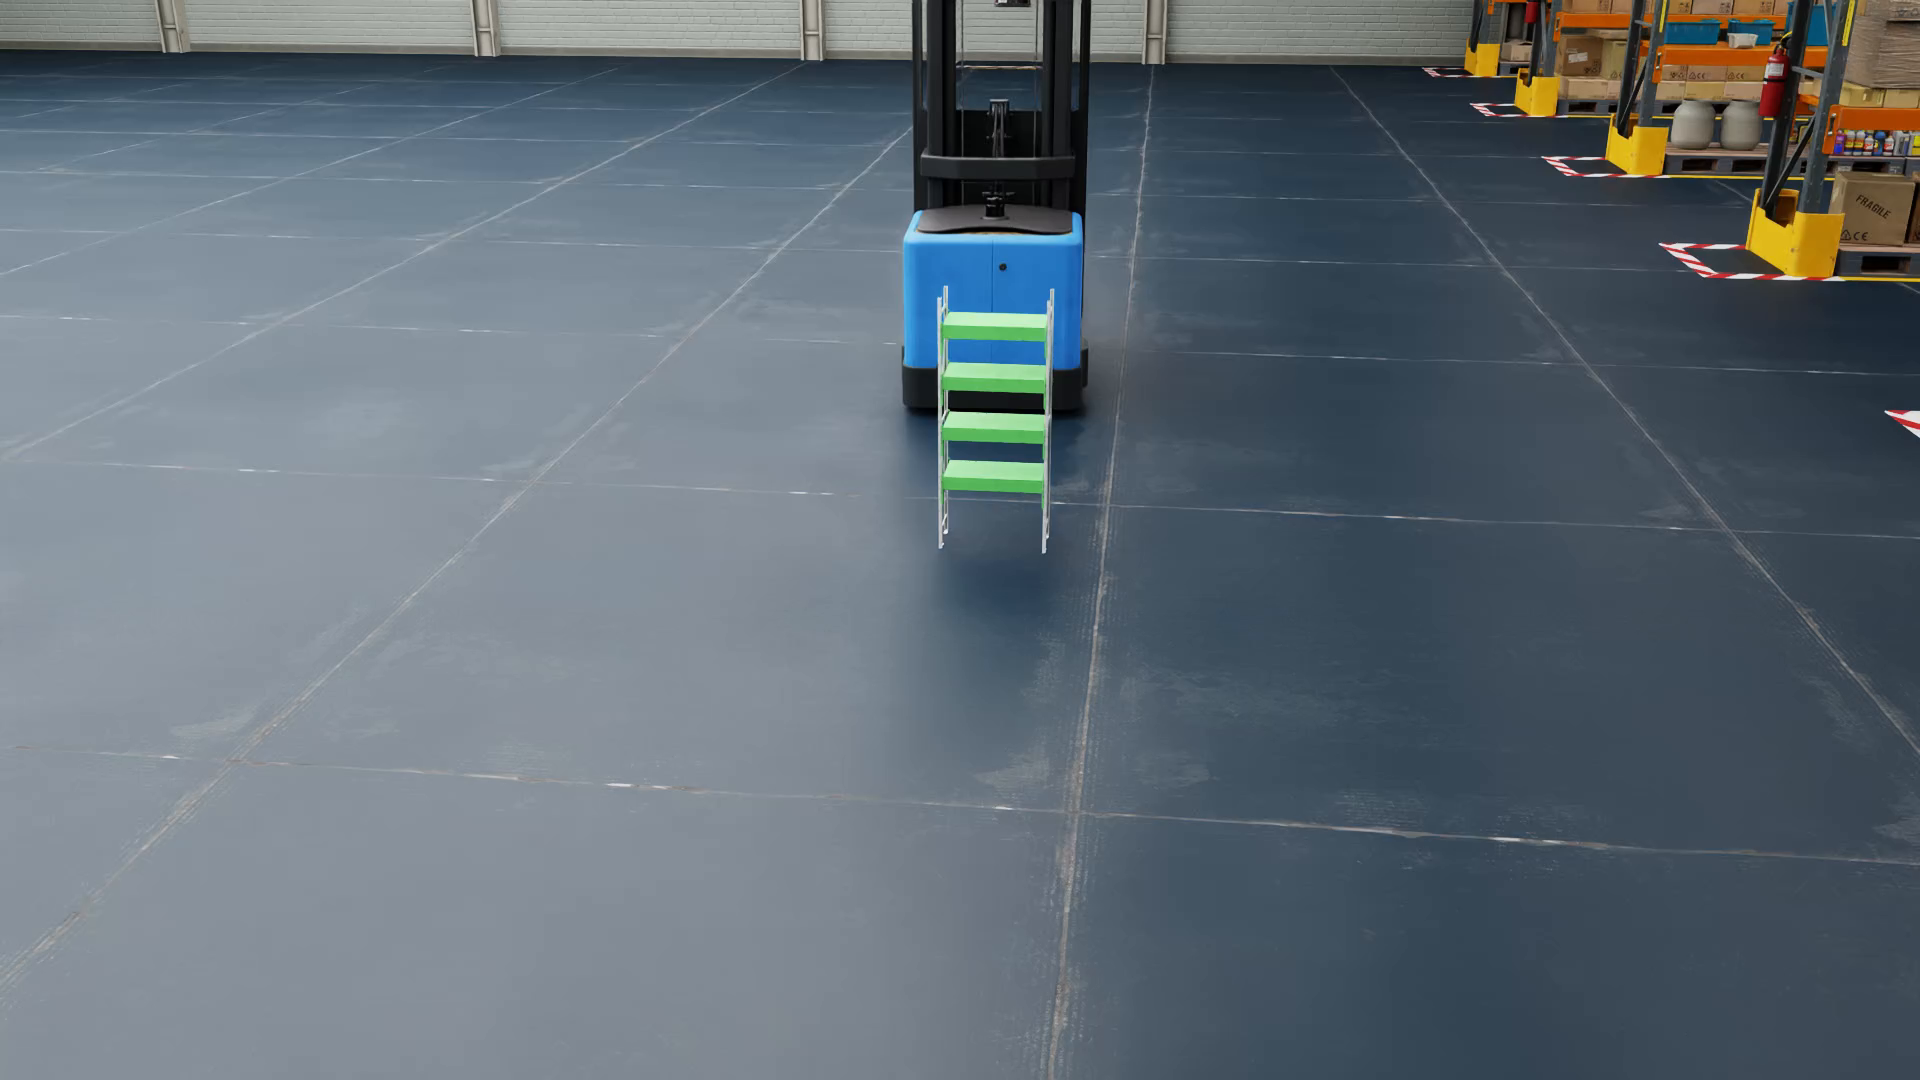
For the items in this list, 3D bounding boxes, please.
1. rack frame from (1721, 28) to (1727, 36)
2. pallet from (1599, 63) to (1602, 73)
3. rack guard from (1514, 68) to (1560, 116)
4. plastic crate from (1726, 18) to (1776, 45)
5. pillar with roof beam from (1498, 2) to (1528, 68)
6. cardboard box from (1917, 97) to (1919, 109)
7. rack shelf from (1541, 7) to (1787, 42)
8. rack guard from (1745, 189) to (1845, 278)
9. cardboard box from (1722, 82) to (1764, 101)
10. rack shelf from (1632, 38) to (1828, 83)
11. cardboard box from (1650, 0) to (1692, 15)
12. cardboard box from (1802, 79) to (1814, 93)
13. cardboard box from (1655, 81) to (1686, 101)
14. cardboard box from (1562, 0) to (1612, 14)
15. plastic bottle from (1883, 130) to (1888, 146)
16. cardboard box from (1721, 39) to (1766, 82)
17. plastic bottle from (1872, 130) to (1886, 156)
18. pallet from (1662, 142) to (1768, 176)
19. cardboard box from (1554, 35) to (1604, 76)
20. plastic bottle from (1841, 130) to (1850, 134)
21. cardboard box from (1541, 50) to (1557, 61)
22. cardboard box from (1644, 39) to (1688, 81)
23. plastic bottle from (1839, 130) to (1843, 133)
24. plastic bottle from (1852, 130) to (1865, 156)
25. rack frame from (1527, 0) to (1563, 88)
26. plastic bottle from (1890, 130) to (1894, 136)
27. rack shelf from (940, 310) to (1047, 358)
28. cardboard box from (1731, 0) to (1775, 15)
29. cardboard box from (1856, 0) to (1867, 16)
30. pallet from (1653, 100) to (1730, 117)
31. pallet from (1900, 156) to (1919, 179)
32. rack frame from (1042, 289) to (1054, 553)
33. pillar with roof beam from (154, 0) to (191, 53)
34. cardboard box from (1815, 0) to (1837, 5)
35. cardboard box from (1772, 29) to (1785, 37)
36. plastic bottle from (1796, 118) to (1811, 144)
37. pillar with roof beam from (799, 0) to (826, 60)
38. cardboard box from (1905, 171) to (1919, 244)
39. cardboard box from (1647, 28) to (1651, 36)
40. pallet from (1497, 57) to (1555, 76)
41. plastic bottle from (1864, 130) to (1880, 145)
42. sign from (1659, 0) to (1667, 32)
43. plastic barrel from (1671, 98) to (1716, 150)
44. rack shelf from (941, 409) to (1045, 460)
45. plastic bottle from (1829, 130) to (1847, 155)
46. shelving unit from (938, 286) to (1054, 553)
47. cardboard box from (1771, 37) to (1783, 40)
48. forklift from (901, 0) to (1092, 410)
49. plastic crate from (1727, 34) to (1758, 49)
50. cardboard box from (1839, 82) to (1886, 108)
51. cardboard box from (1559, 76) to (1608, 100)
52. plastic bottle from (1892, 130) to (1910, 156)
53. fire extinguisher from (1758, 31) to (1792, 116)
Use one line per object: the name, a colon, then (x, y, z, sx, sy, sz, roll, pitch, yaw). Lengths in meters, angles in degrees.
rack frame: (12.492, -8.952, 26.503, 0.127, 3.000, 1.000, 2, 22, 6)
pallet: (10.606, -7.723, 27.188, 1.213, 0.211, 1.003, 2, 22, 6)
rack guard: (7.917, -6.155, 22.828, 0.348, 0.500, 1.175, 2, 22, 6)
plastic crate: (8.531, -5.496, 17.964, 0.408, 0.251, 0.499, 2, 22, 6)
pillar with roof beam: (8.810, -10.629, 22.584, 0.400, 9.000, 9.100, 2, 22, 6)
cardboard box: (7.519, -3.449, 12.926, 0.250, 0.149, 0.380, 2, 22, 6)
rack shelf: (9.927, -6.895, 22.279, 4.000, 0.370, 1.077, 2, 22, 6)
rack guard: (6.847, -2.534, 13.669, 0.348, 0.500, 1.175, 2, 22, 6)
cardboard box: (10.433, -6.041, 22.310, 0.500, 0.250, 0.500, 2, 22, 6)
rack shelf: (9.340, -5.087, 17.705, 4.000, 0.370, 1.077, 2, 22, 6)
cardboard box: (9.417, -7.293, 22.172, 0.500, 0.500, 0.700, 3, 22, 7)
cardboard box: (11.427, -6.000, 22.205, 0.500, 0.250, 0.500, 2, 22, 6)
cardboard box: (9.441, -6.086, 22.423, 0.500, 0.250, 0.500, 2, 22, 6)
cardboard box: (8.403, -7.338, 22.284, 0.500, 0.500, 0.700, 3, 22, 6)
plastic bottle: (10.227, -4.493, 18.321, 0.133, 0.283, 0.061, 3, 22, 9)
cardboard box: (10.435, -6.395, 22.184, 0.500, 0.500, 0.500, 2, 22, 6)
plastic bottle: (9.759, -4.223, 17.655, 0.097, 0.271, 0.097, 0, 22, 0)
pallet: (8.241, -4.188, 18.245, 1.213, 0.211, 1.003, 2, 22, 6)
cardboard box: (8.508, -6.667, 22.872, 0.500, 0.500, 0.500, 2, 22, 6)
plastic bottle: (9.779, -4.528, 18.319, 0.185, 0.351, 0.144, 3, 22, 9)
cardboard box: (9.763, -7.992, 27.133, 0.500, 0.311, 0.500, 4, 22, 11)
cardboard box: (9.442, -6.439, 22.296, 0.500, 0.500, 0.500, 2, 22, 6)
plastic bottle: (9.618, -4.418, 18.244, 0.097, 0.201, 0.097, 0, 22, 0)
plastic bottle: (9.558, -4.232, 17.678, 0.097, 0.271, 0.097, 0, 22, 0)
rack frame: (7.941, -7.316, 22.366, 0.127, 3.000, 1.000, 2, 22, 6)
plastic bottle: (9.993, -4.268, 17.753, 0.133, 0.283, 0.061, 2, 22, 6)
rack shelf: (0.164, -0.938, 7.548, 0.480, 0.148, 0.258, 2, 22, 6)
cardboard box: (10.449, -7.250, 22.062, 0.500, 0.500, 0.700, 3, 22, 7)
cardboard box: (7.347, -4.416, 13.129, 0.500, 0.500, 0.500, 2, 22, 6)
pallet: (9.913, -5.948, 22.697, 1.213, 0.211, 1.003, 2, 22, 6)
pallet: (10.664, -4.082, 17.978, 1.213, 0.211, 1.003, 2, 22, 6)
rack frame: (0.407, -0.540, 7.674, 0.015, 1.200, 0.240, 2, 22, 6)
pillar with roof beam: (-15.023, -11.667, 25.211, 0.400, 9.000, 9.100, 2, 22, 6)
cardboard box: (11.472, -7.206, 21.952, 0.500, 0.500, 0.700, 2, 22, 5)
cardboard box: (13.225, -7.968, 26.816, 0.500, 0.500, 0.700, 3, 22, 8)
plastic bottle: (9.348, -4.531, 18.418, 0.133, 0.283, 0.061, 3, 22, 8)
pillar with roof beam: (-3.106, -11.148, 23.898, 0.400, 9.000, 9.100, 2, 22, 6)
cardboard box: (7.987, -2.686, 13.482, 0.500, 0.500, 0.500, 8, 23, 20)
cardboard box: (11.457, -8.024, 26.958, 0.500, 0.500, 0.500, 1, 22, 2)
pallet: (9.398, -7.777, 27.323, 1.213, 0.211, 1.003, 2, 22, 6)
plastic bottle: (9.972, -4.431, 18.173, 0.135, 0.276, 0.152, 2, 22, 6)
sign: (7.285, -5.436, 17.233, 0.005, 0.325, 0.100, 2, 22, 6)
plastic barrel: (8.017, -4.546, 18.170, 0.421, 0.512, 0.421, 0, 22, 0)
rack shelf: (0.164, -0.491, 7.725, 0.480, 0.148, 0.258, 2, 22, 6)
plastic bottle: (9.341, -4.241, 17.682, 0.133, 0.283, 0.061, 3, 22, 7)
shelving unit: (0.164, -0.551, 7.701, 0.503, 1.200, 0.258, 2, 22, 6)
cardboard box: (10.992, -6.562, 22.606, 0.500, 0.500, 0.500, 2, 22, 6)
forklift: (0.265, -2.614, 10.566, 1.130, 2.935, 3.031, 1, 22, 3)
plastic crate: (8.205, -5.229, 17.445, 0.250, 0.136, 0.298, 2, 22, 6)
cardboard box: (7.026, -3.483, 13.012, 0.250, 0.149, 0.380, 2, 22, 6)
cardboard box: (8.447, -6.128, 22.530, 0.500, 0.250, 0.500, 2, 22, 6)
plastic bottle: (9.981, -4.226, 17.656, 0.135, 0.276, 0.152, 3, 22, 7)
fire extinguisher: (6.712, -3.837, 13.670, 0.183, 0.674, 0.296, 2, 22, 6)
